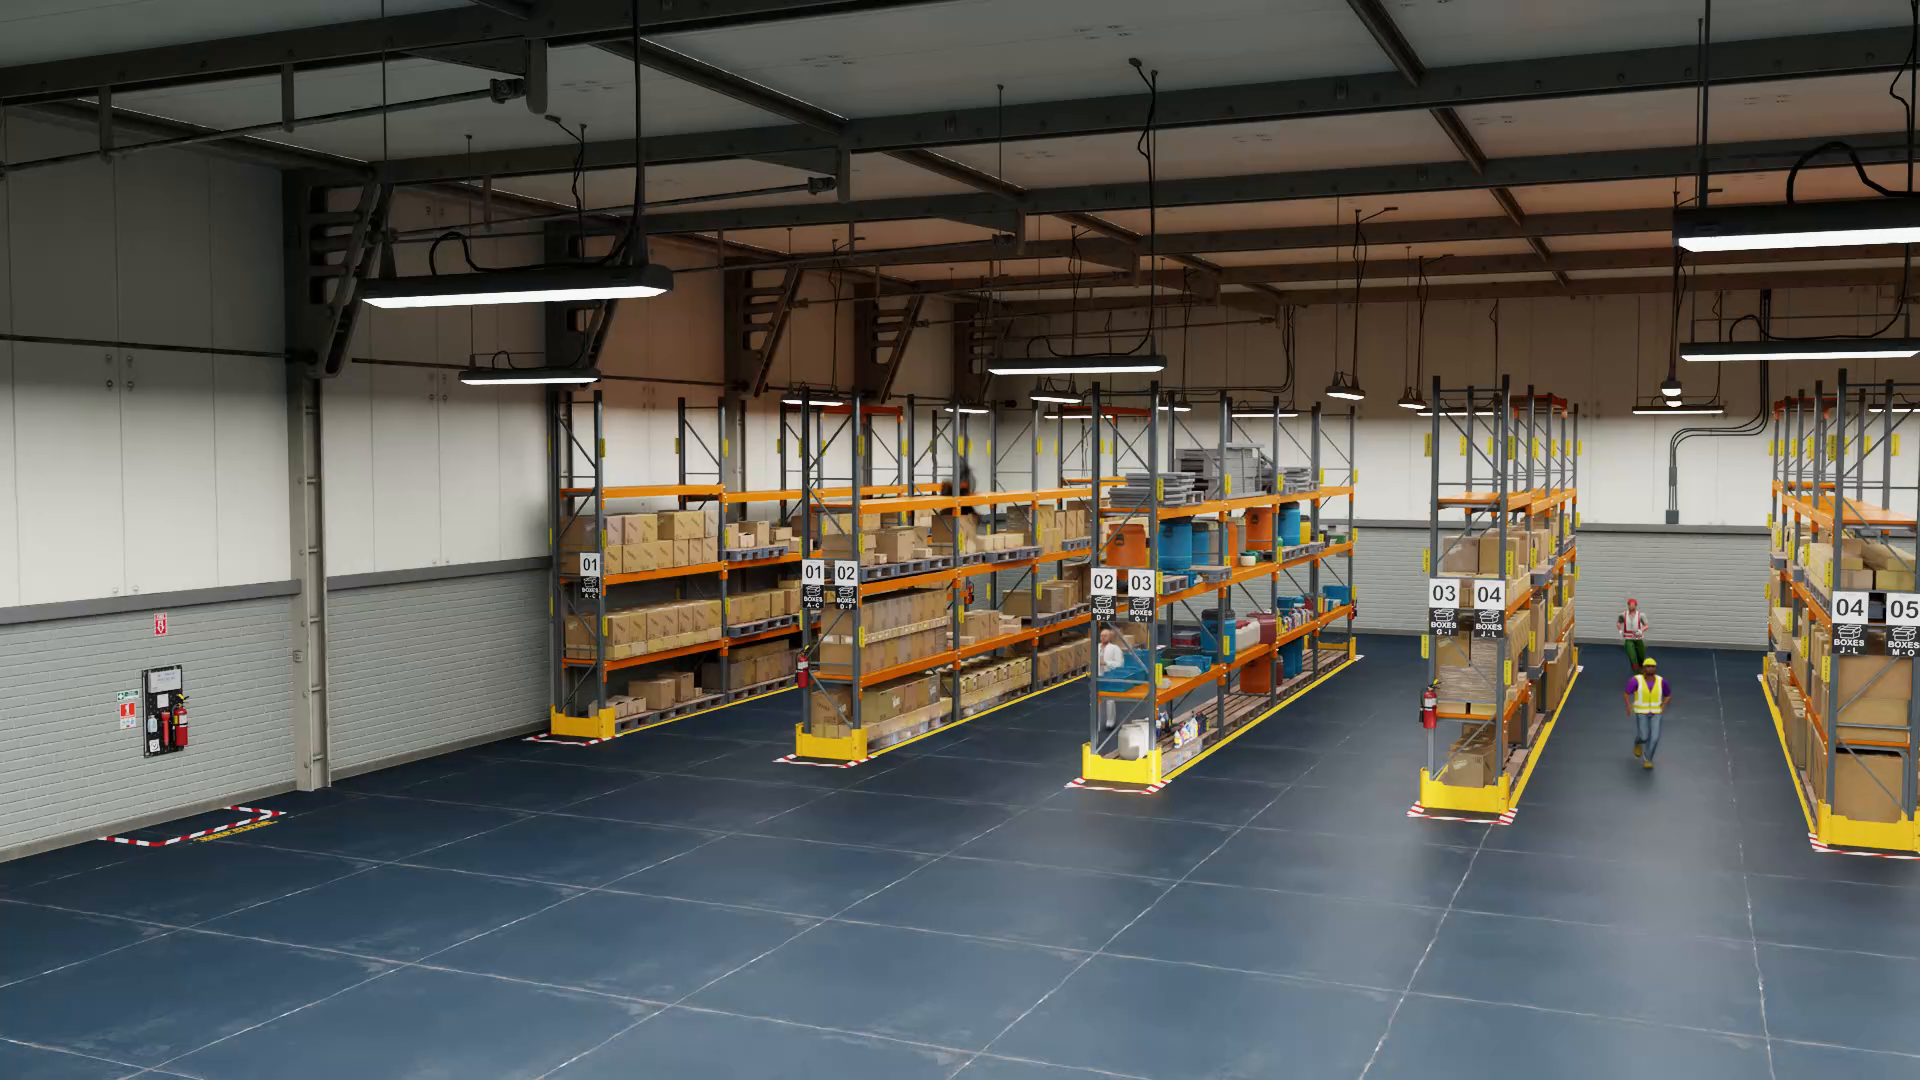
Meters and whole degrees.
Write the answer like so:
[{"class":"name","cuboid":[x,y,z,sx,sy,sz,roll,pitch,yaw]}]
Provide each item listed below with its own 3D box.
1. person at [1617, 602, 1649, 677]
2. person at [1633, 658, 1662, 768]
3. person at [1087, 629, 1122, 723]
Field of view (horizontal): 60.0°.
[{"class":"person","cuboid":[14.557,2.129,35.995,0.644,1.638,0.690,1,3,23]},{"class":"person","cuboid":[10.794,2.703,26.089,0.433,1.716,0.517,1,3,12]},{"class":"person","cuboid":[2.538,2.412,29.346,0.670,1.671,0.803,1,3,19]}]
